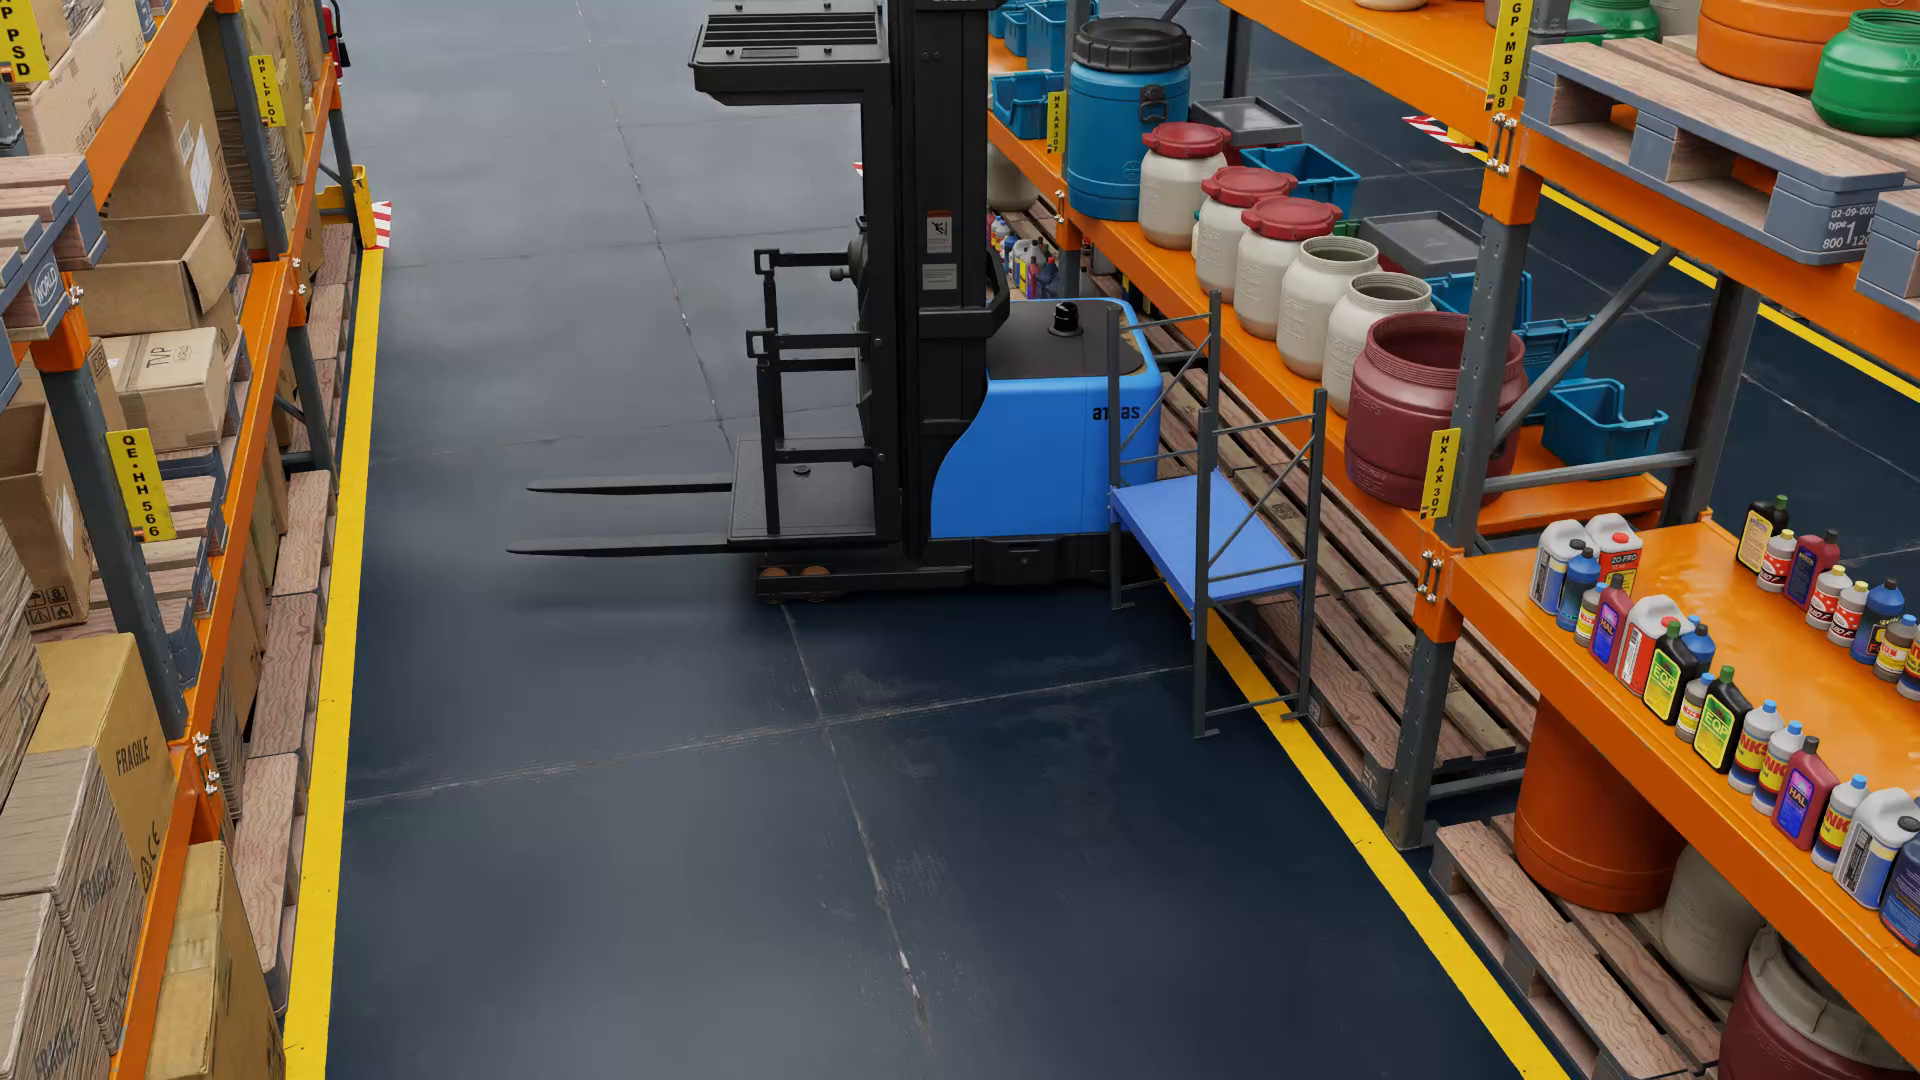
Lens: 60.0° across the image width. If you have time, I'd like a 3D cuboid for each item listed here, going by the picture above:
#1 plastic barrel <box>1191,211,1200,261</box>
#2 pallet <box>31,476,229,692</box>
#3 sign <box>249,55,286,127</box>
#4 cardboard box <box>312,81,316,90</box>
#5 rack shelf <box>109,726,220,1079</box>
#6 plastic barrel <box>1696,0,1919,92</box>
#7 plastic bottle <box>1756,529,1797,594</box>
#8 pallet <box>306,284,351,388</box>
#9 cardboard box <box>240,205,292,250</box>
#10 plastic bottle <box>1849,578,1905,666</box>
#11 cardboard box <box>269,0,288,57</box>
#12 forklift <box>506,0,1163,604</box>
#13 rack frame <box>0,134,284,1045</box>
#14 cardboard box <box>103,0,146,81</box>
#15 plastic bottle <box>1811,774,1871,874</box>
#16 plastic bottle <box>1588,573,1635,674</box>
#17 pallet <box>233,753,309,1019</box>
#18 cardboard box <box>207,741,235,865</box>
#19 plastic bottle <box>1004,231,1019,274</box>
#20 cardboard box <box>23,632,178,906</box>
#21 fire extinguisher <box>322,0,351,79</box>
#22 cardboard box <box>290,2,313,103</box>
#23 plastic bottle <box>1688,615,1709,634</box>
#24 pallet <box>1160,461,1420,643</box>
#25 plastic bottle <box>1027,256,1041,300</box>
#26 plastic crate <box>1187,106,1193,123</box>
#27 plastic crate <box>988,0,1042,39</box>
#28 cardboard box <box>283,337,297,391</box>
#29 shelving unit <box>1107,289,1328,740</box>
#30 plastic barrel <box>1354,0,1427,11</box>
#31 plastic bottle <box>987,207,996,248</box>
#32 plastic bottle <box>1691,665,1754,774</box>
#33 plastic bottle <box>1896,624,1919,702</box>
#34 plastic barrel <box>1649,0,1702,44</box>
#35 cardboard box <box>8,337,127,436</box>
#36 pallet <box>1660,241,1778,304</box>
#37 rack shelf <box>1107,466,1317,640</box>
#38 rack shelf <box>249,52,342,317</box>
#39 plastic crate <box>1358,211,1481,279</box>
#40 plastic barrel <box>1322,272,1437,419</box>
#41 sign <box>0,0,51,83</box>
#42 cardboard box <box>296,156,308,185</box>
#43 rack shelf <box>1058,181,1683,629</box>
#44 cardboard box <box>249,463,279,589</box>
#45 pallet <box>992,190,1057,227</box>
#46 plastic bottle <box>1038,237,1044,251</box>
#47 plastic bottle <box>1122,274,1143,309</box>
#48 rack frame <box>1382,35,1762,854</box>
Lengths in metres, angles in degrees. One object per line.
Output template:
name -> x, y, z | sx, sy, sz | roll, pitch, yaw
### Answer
plastic barrel -> 1.248, -1.434, 7.871 | 0.301, 0.262, 0.301 | 0, 30, 0
pallet -> -2.961, 0.190, 5.118 | 1.213, 0.211, 1.003 | -8, 31, -13
sign -> -3.197, -2.071, 7.678 | 0.100, 0.325, 0.005 | -8, 31, -13
cardboard box -> -4.336, -2.973, 10.643 | 0.380, 0.149, 0.250 | -8, 31, -13
rack shelf -> -2.139, 1.715, 3.012 | 1.077, 0.370, 4.000 | -8, 31, -13
plastic barrel -> 2.254, -1.613, 4.199 | 0.600, 0.830, 0.708 | -8, 31, -13
plastic bottle -> 2.638, 0.061, 5.348 | 0.097, 0.201, 0.097 | 0, 30, 0
pallet -> -4.271, -1.198, 10.109 | 1.003, 0.211, 1.213 | -8, 31, -13
cardboard box -> -3.498, -1.530, 8.149 | 0.380, 0.149, 0.250 | -8, 31, -13
plastic bottle -> 2.751, 0.237, 4.975 | 0.097, 0.271, 0.097 | 0, 30, 0
cardboard box -> -3.872, -2.833, 8.756 | 0.500, 0.500, 0.500 | -8, 31, -13
forklift -> -0.621, -1.246, 7.477 | 3.031, 2.935, 1.130 | -2, 30, -4
rack frame -> -2.669, 0.437, 4.500 | 1.000, 3.000, 0.127 | -8, 31, -13
cardboard box -> -2.830, -1.552, 5.092 | 0.500, 0.250, 0.500 | -7, 31, -12
plastic bottle -> 2.220, 0.704, 4.168 | 0.097, 0.271, 0.097 | 0, 30, 0
plastic bottle -> 1.952, 0.246, 4.947 | 0.061, 0.283, 0.133 | -8, 31, -13
pallet -> -2.875, 1.266, 5.851 | 1.003, 0.211, 1.213 | -8, 31, -13
cardboard box -> -2.867, 1.008, 5.571 | 0.700, 0.500, 0.500 | -9, 31, -16
plastic bottle -> 0.335, -1.866, 10.764 | 0.097, 0.271, 0.097 | 0, 30, 0
cardboard box -> -2.300, 0.599, 4.120 | 0.500, 0.500, 0.500 | -7, 31, -12
fire extinguisher -> -4.379, -3.510, 11.396 | 0.296, 0.674, 0.183 | -8, 31, -13
cardboard box -> -4.334, -2.857, 9.794 | 0.875, 0.500, 0.500 | -8, 31, -13
plastic bottle -> 2.147, 0.315, 4.911 | 0.097, 0.201, 0.097 | 0, 30, 0
pallet -> 1.617, 0.018, 8.008 | 1.003, 0.211, 1.213 | -8, 31, -13
plastic bottle -> 0.461, -1.607, 10.304 | 0.061, 0.283, 0.133 | -6, 31, -10
plastic crate -> 1.028, -2.396, 9.457 | 0.767, 0.338, 0.504 | -8, 31, -13
plastic crate -> 0.404, -3.819, 12.002 | 0.499, 0.251, 0.616 | -8, 31, -13
cardboard box -> -3.958, -1.069, 9.178 | 0.500, 0.500, 0.500 | 2, 30, 3
shelving unit -> 1.030, -0.121, 6.932 | 0.538, 1.500, 1.048 | -10, 32, -11
plastic barrel -> 1.543, -2.043, 5.929 | 0.301, 0.262, 0.301 | 0, 30, 0
plastic bottle -> 0.206, -2.071, 11.106 | 0.061, 0.283, 0.133 | -7, 31, -12
plastic bottle -> 2.085, 0.487, 4.531 | 0.061, 0.283, 0.133 | -8, 31, -13
plastic bottle -> 2.802, 0.331, 4.813 | 0.097, 0.271, 0.097 | 0, 30, 0
plastic barrel -> 2.319, -1.759, 5.188 | 0.421, 0.512, 0.421 | 0, 30, 0
cardboard box -> -3.096, -0.300, 5.254 | 0.700, 0.500, 0.500 | -3, 30, -6
pallet -> 5.650, -1.993, 11.482 | 1.003, 0.211, 1.213 | -8, 31, -13
rack shelf -> 1.040, 0.033, 7.024 | 0.538, 0.185, 1.000 | -10, 32, -11
rack shelf -> -4.262, -2.149, 9.687 | 1.077, 0.370, 4.000 | -8, 31, -13
plastic crate -> 1.972, -1.070, 7.041 | 0.402, 0.464, 0.583 | -8, 31, -13
plastic barrel -> 1.627, -0.738, 6.419 | 0.421, 0.512, 0.421 | 0, 30, 0
sign -> -2.132, -1.189, 3.720 | 0.100, 0.325, 0.005 | -8, 31, -13
cardboard box -> -3.747, -2.015, 8.988 | 0.380, 0.149, 0.250 | -8, 31, -13
rack shelf -> 1.575, -0.876, 7.487 | 1.077, 0.370, 4.000 | -8, 31, -13
cardboard box -> -3.480, -0.071, 7.434 | 0.700, 0.500, 0.500 | -8, 31, -14
pallet -> 0.258, -2.455, 12.280 | 1.003, 0.211, 1.213 | -8, 31, -13
plastic bottle -> 0.522, -1.783, 10.608 | 0.061, 0.283, 0.133 | -8, 31, -13
plastic bottle -> 1.091, -1.623, 10.265 | 0.144, 0.351, 0.185 | -8, 31, -13
rack frame -> 2.106, -0.221, 5.638 | 1.000, 3.000, 0.127 | -8, 31, -13
